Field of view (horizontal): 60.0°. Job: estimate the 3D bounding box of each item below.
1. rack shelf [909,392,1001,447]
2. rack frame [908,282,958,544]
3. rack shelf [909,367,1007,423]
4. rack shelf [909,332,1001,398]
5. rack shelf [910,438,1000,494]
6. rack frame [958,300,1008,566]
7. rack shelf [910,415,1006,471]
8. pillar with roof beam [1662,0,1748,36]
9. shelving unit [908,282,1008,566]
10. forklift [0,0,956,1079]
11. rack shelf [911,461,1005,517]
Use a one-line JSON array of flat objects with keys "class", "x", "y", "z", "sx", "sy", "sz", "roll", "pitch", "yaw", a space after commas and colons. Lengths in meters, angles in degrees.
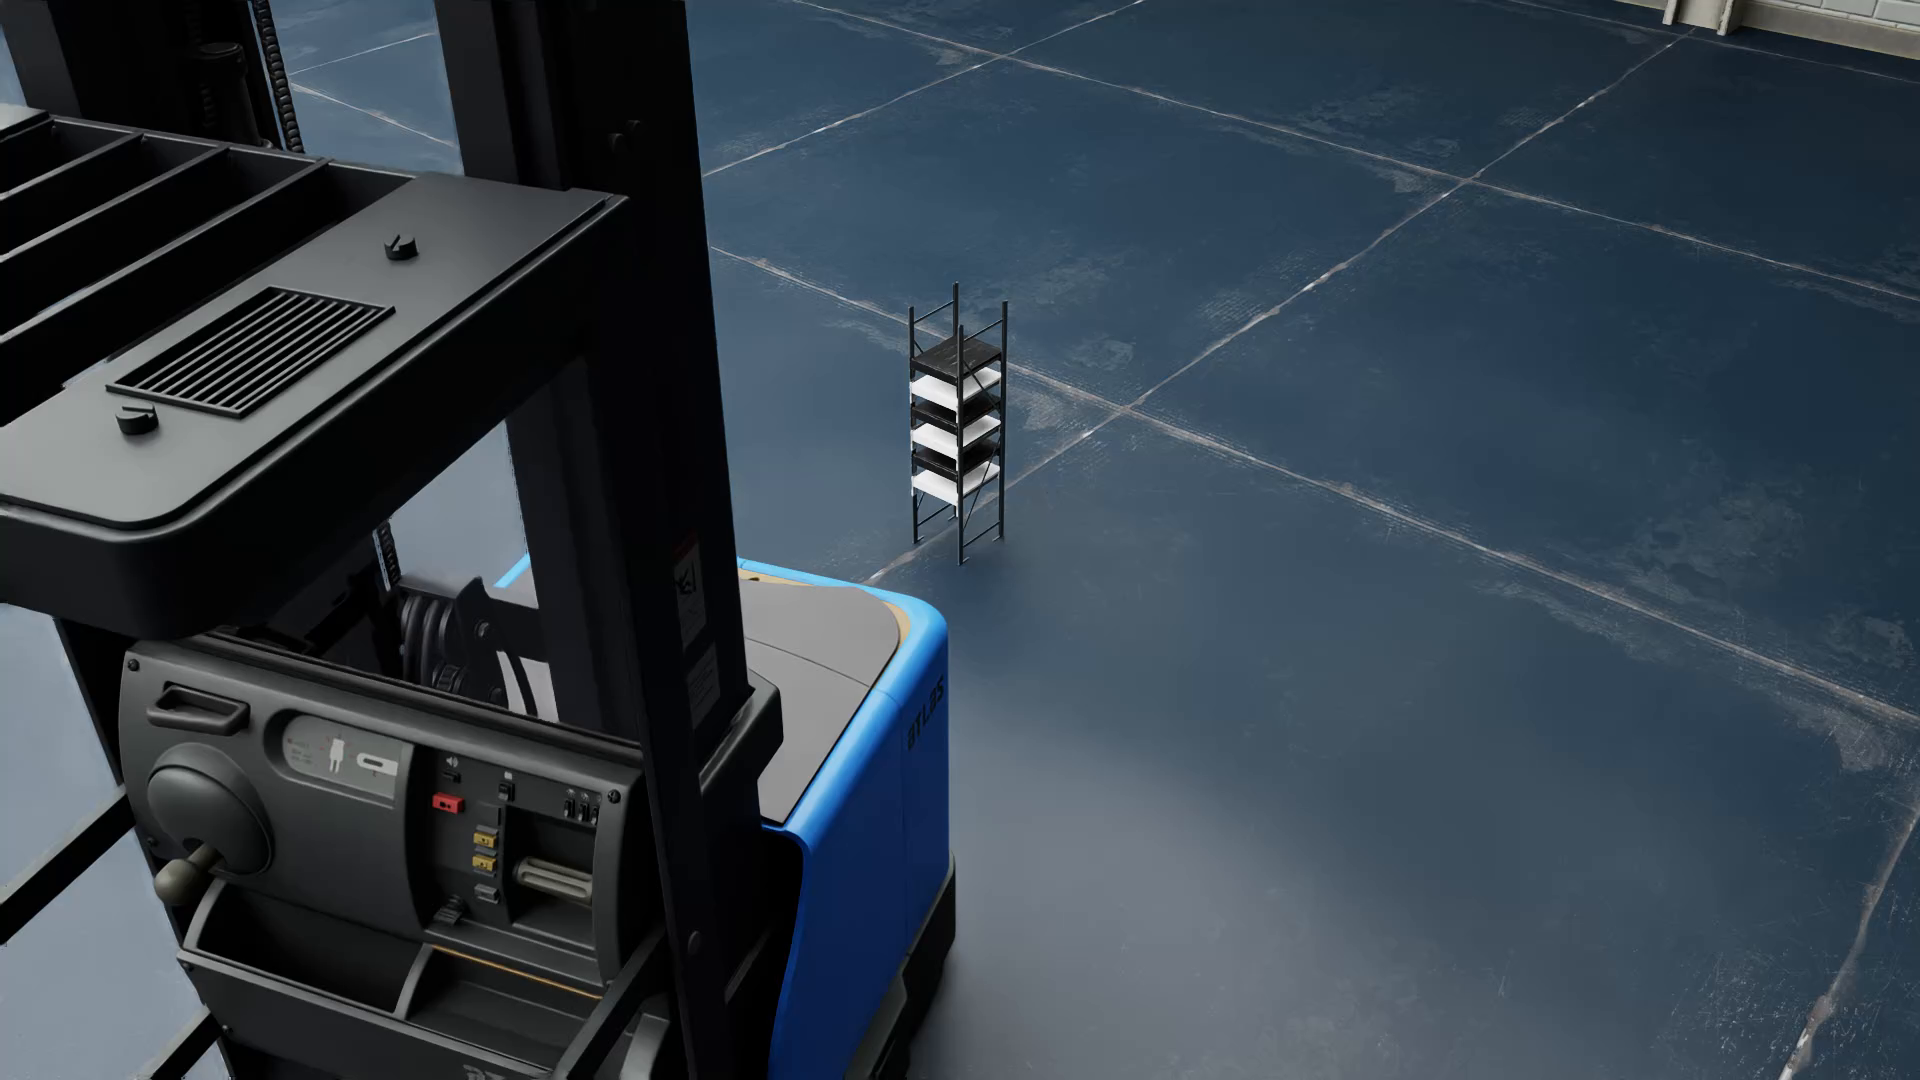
[{"class": "rack shelf", "x": -0.006, "y": -0.421, "z": 5.467, "sx": 0.200, "sy": 0.077, "sz": 0.258, "roll": 25, "pitch": 42, "yaw": 32}, {"class": "rack frame", "x": -0.084, "y": -0.411, "z": 5.553, "sx": 0.006, "sy": 0.900, "sz": 0.240, "roll": 25, "pitch": 42, "yaw": 32}, {"class": "rack shelf", "x": -0.006, "y": -0.495, "z": 5.417, "sx": 0.200, "sy": 0.077, "sz": 0.258, "roll": 25, "pitch": 42, "yaw": 32}, {"class": "rack shelf", "x": -0.006, "y": -0.569, "z": 5.366, "sx": 0.200, "sy": 0.077, "sz": 0.258, "roll": 25, "pitch": 42, "yaw": 32}, {"class": "rack shelf", "x": -0.006, "y": -0.272, "z": 5.569, "sx": 0.200, "sy": 0.077, "sz": 0.258, "roll": 25, "pitch": 42, "yaw": 32}, {"class": "rack frame", "x": 0.072, "y": -0.337, "z": 5.446, "sx": 0.006, "sy": 0.900, "sz": 0.240, "roll": 25, "pitch": 42, "yaw": 32}, {"class": "rack shelf", "x": -0.006, "y": -0.346, "z": 5.518, "sx": 0.200, "sy": 0.077, "sz": 0.258, "roll": 25, "pitch": 42, "yaw": 32}, {"class": "pillar with roof beam", "x": 1.931, "y": -5.097, "z": 5.222, "sx": 0.400, "sy": 9.000, "sz": 9.100, "roll": 25, "pitch": 42, "yaw": 32}, {"class": "shelving unit", "x": -0.006, "y": -0.374, "z": 5.500, "sx": 0.210, "sy": 0.900, "sz": 0.258, "roll": 25, "pitch": 42, "yaw": 32}, {"class": "forklift", "x": -0.998, "y": 0.501, "z": 2.431, "sx": 1.130, "sy": 2.935, "sz": 3.031, "roll": 12, "pitch": 36, "yaw": 17}, {"class": "rack shelf", "x": -0.006, "y": -0.198, "z": 5.620, "sx": 0.200, "sy": 0.077, "sz": 0.258, "roll": 25, "pitch": 42, "yaw": 32}]
